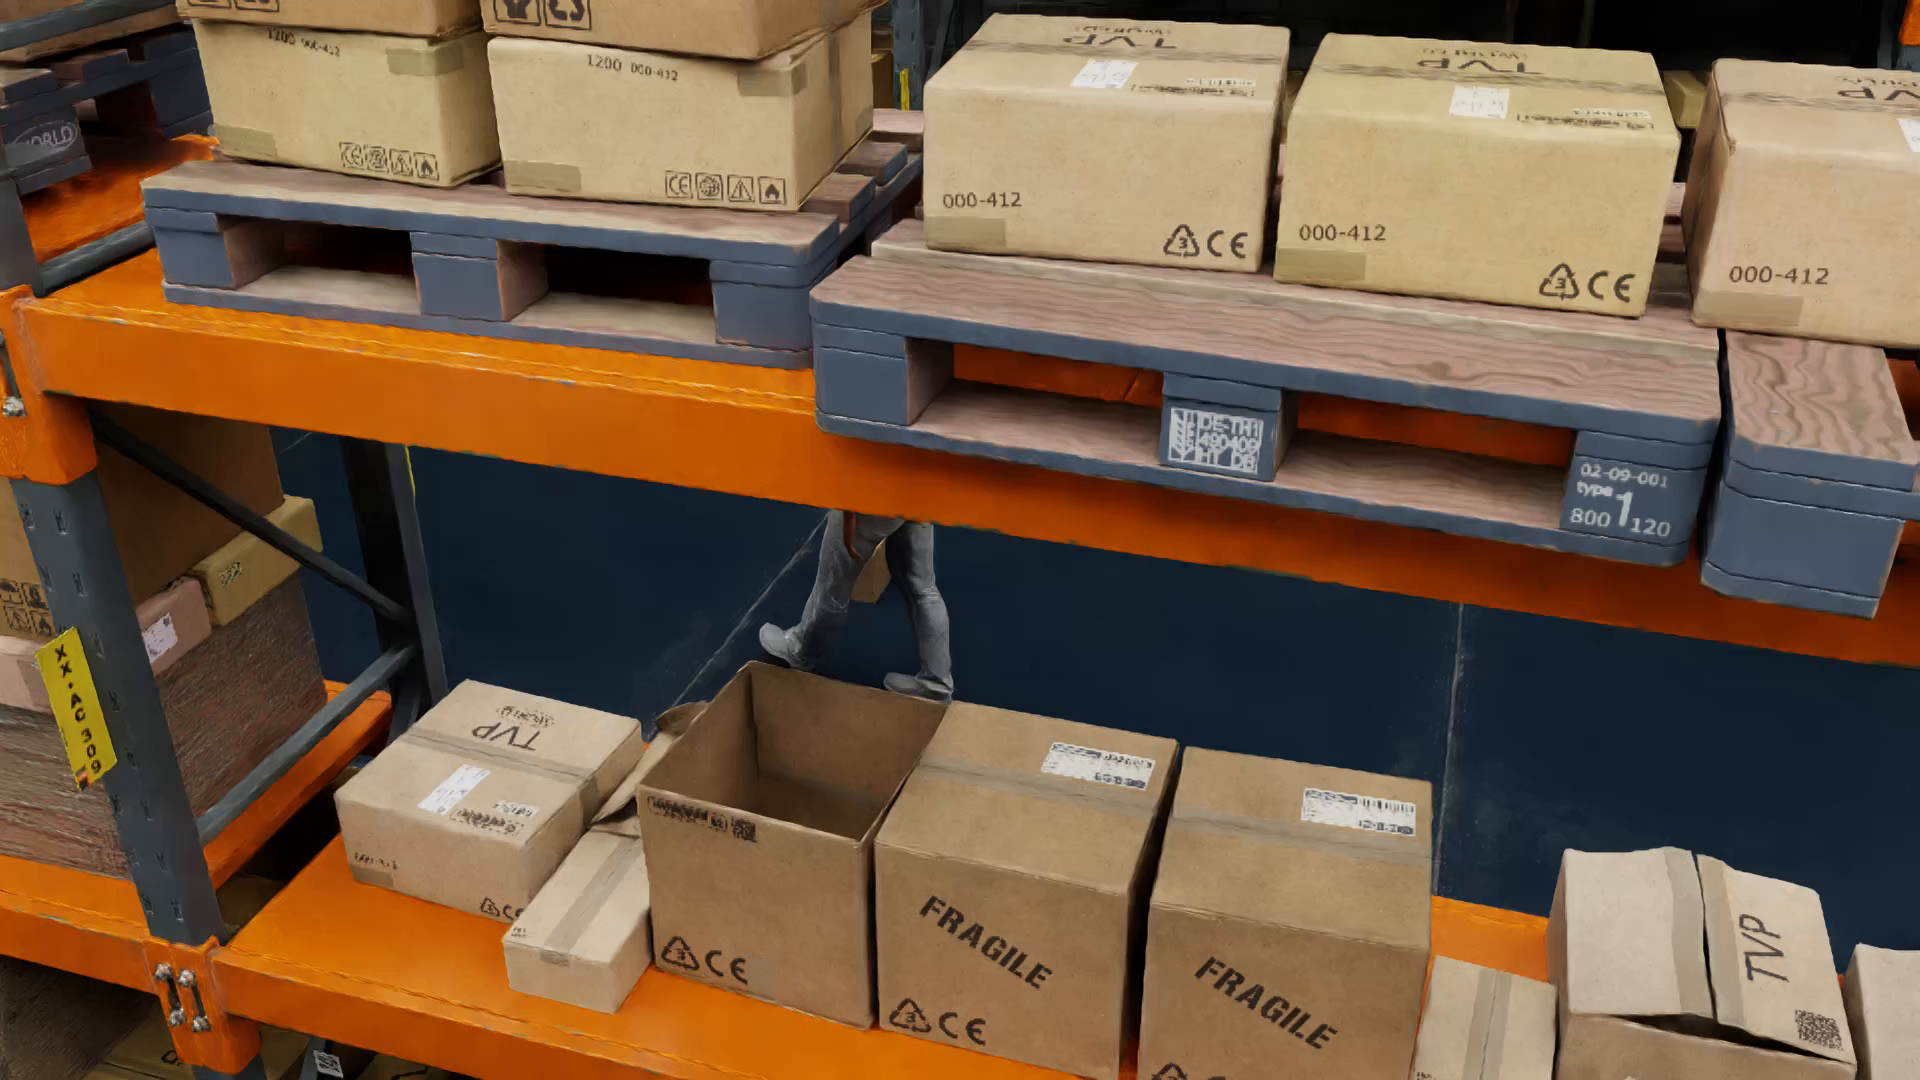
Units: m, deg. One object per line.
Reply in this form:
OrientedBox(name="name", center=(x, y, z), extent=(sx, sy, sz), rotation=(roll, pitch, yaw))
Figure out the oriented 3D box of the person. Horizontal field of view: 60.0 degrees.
OrientedBox(name="person", center=(-0.364, -0.218, 6.484), extent=(0.882, 1.726, 0.584), rotation=(25, 38, 38))
